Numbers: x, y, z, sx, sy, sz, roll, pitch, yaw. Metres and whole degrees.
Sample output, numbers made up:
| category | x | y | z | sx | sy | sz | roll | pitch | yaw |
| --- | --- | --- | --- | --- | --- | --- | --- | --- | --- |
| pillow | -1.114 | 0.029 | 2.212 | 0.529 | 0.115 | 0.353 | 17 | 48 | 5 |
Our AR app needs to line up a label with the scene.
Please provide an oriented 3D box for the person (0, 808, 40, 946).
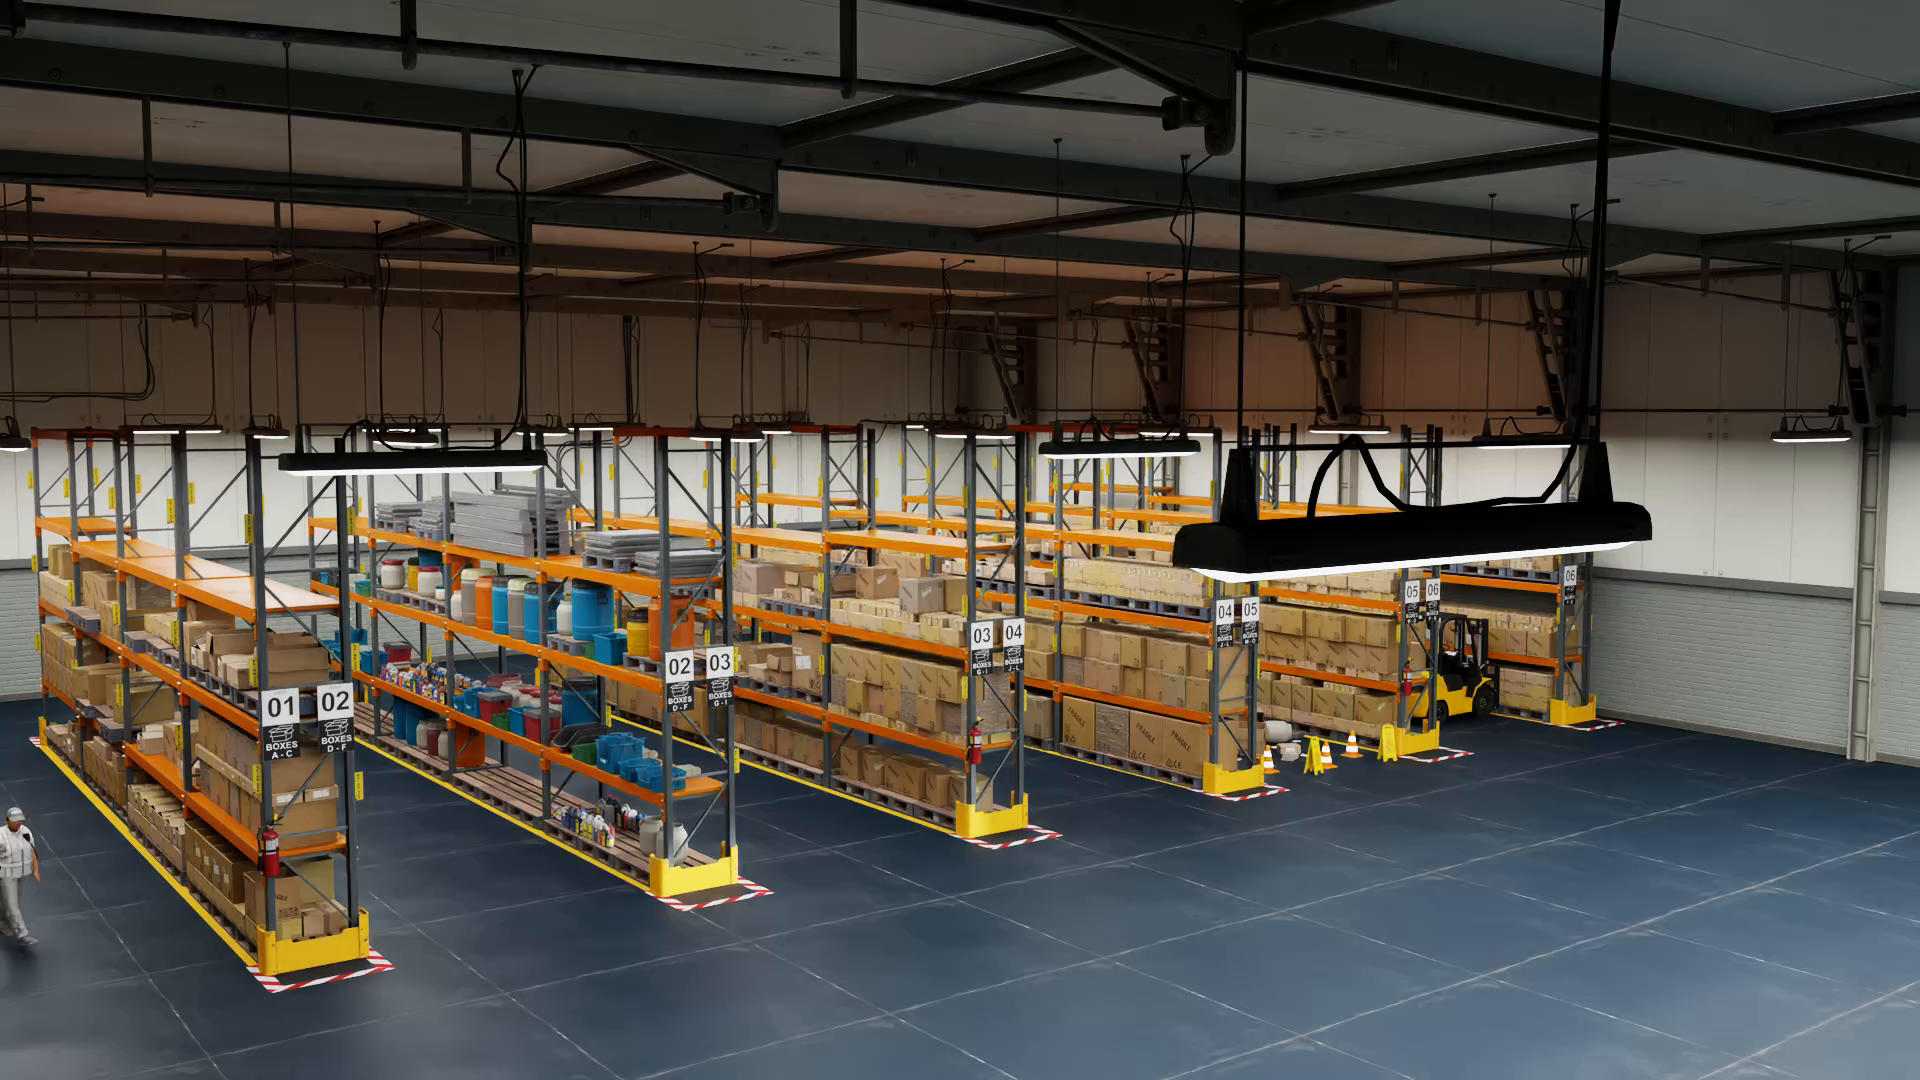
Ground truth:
| category | x | y | z | sx | sy | sz | roll | pitch | yaw |
| --- | --- | --- | --- | --- | --- | --- | --- | --- | --- |
| person | -11.166 | 3.960 | 19.672 | 1.048 | 1.600 | 0.515 | 2 | 5 | 21 |

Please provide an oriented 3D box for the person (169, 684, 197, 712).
| category | x | y | z | sx | sy | sz | roll | pitch | yaw |
| --- | --- | --- | --- | --- | --- | --- | --- | --- | --- |
| person | -15.011 | 3.008 | 31.946 | 0.561 | 1.595 | 1.033 | -4 | 6 | -44 |
